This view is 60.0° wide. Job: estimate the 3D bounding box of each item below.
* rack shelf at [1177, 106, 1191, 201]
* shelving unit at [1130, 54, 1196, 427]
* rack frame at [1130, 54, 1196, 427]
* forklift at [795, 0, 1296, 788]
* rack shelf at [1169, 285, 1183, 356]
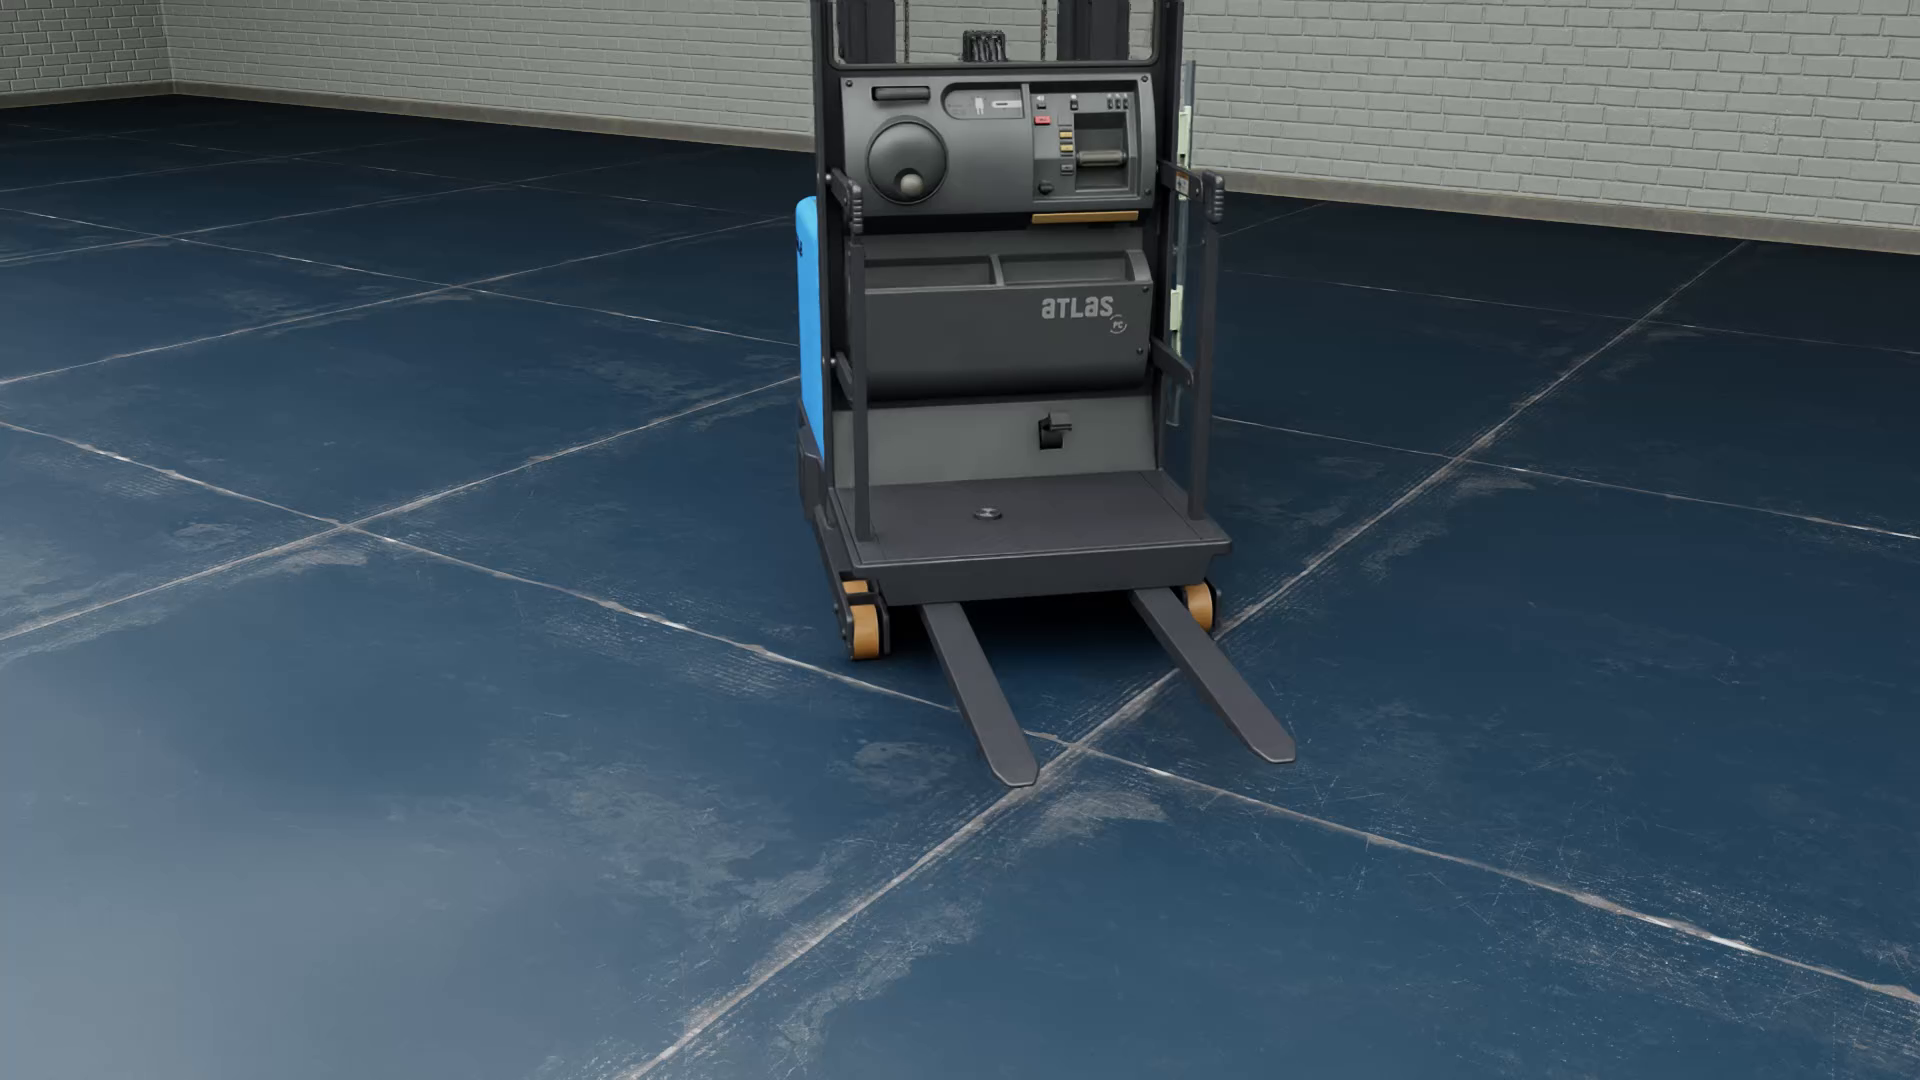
[{"bbox_3d":[0.504,-1.541,6.644,0.720,0.370,0.431,-12,24,-30],"label":"rack shelf"},{"bbox_3d":[0.504,-1.175,6.780,0.755,1.500,0.431,-12,24,-30],"label":"shelving unit"},{"bbox_3d":[0.815,-1.242,6.961,0.023,1.500,0.400,-12,24,-30],"label":"rack frame"},{"bbox_3d":[0.159,-1.162,4.681,1.130,2.935,3.031,-4,21,-10],"label":"forklift"},{"bbox_3d":[0.504,-0.869,6.893,0.720,0.370,0.431,-12,24,-30],"label":"rack shelf"}]
